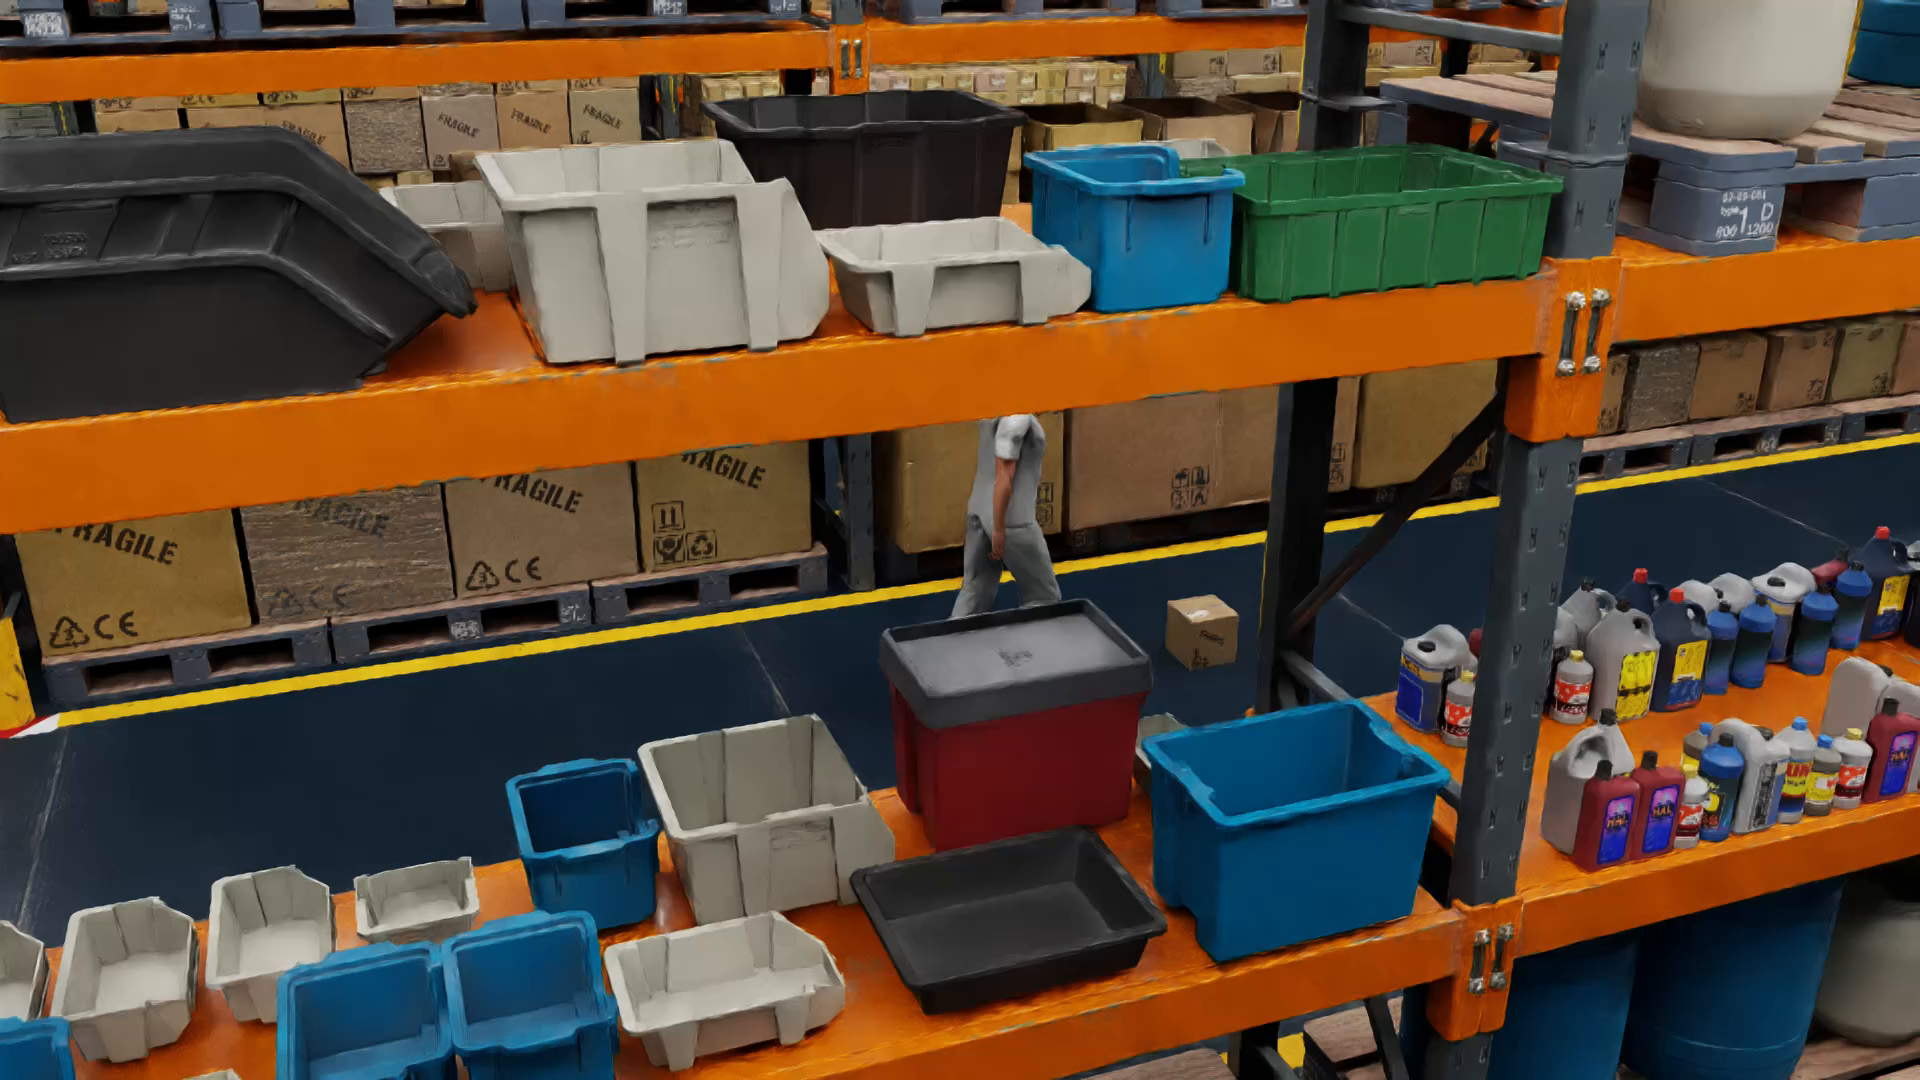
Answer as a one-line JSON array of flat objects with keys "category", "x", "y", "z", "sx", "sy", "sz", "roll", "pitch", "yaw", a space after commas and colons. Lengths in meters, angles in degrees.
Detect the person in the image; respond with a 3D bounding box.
[{"category": "person", "x": 0.249, "y": -0.114, "z": 7.348, "sx": 0.707, "sy": 1.655, "sz": 0.448, "roll": -9, "pitch": 24, "yaw": -21}]
